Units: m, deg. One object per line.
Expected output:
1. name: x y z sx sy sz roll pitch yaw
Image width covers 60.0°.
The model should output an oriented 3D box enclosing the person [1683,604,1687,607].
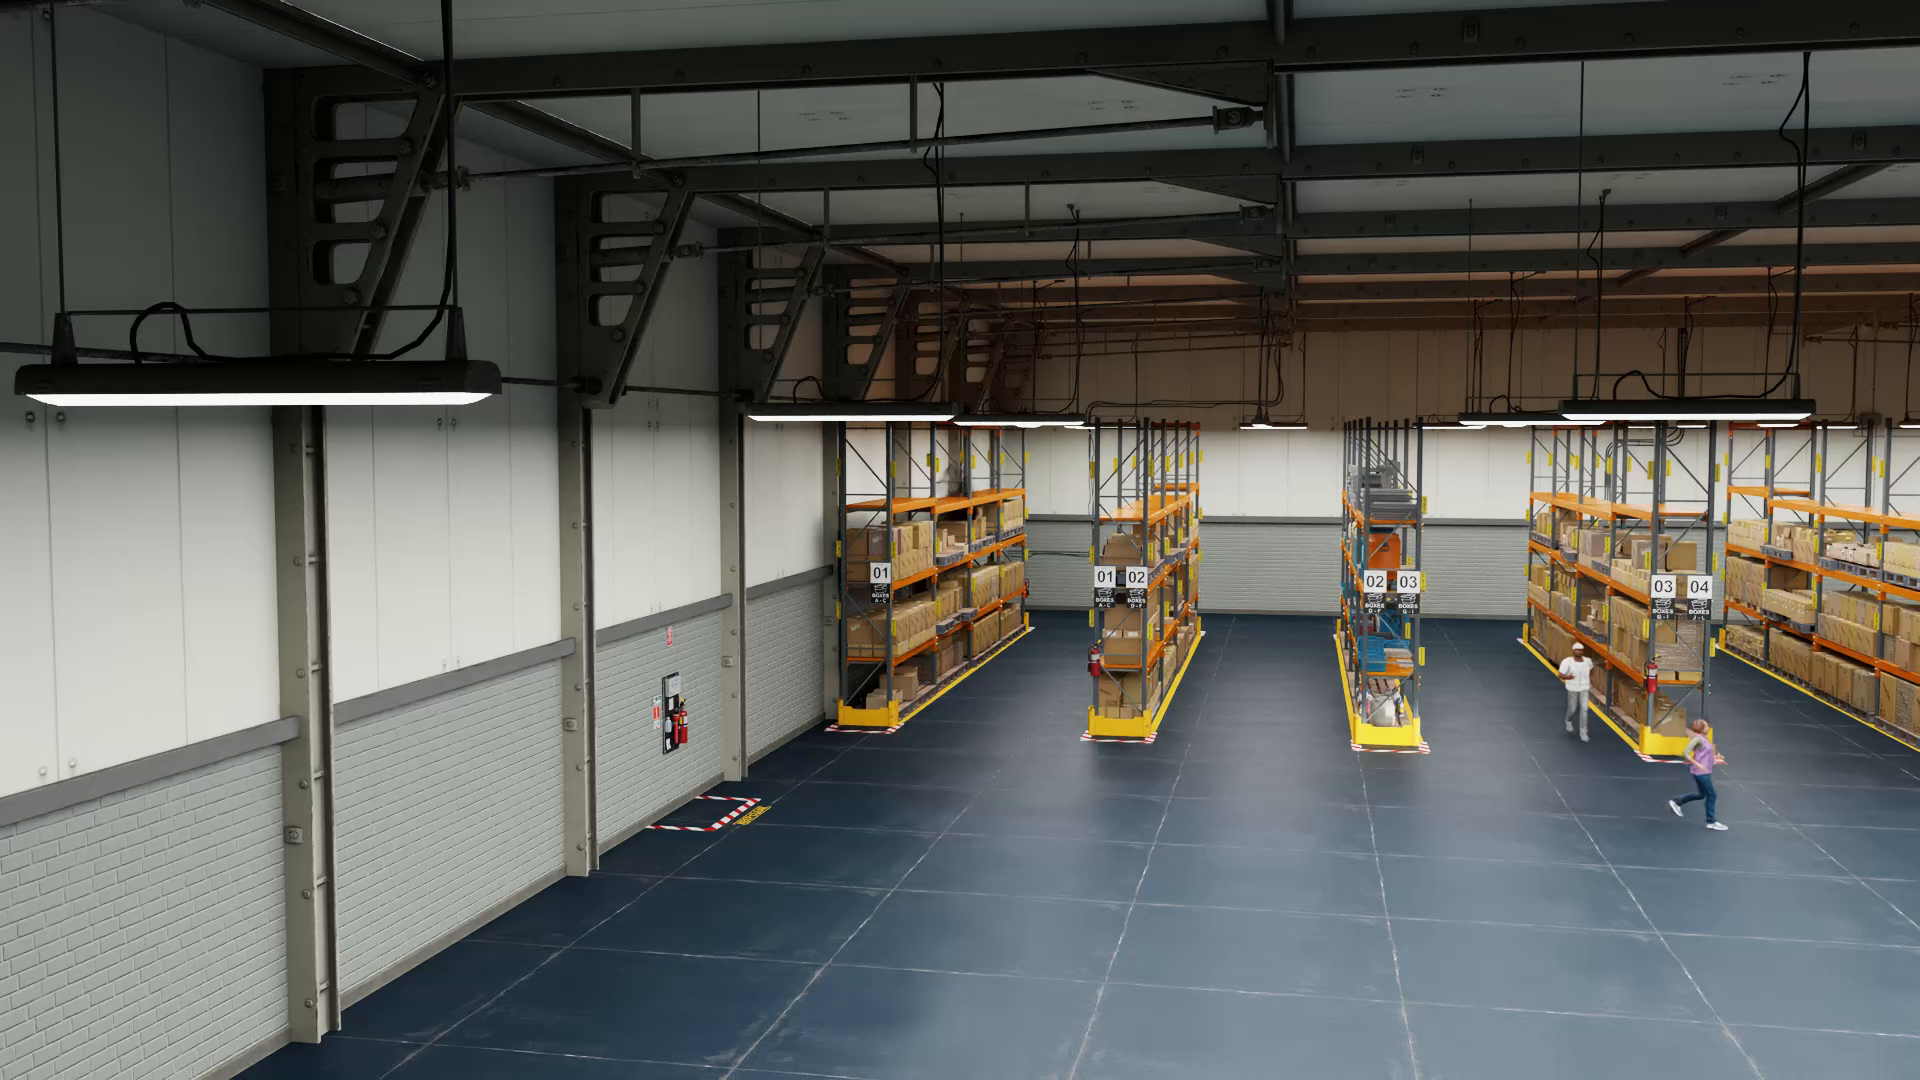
1. person: 18.424 2.155 41.700 0.666 1.696 0.849 2 4 22

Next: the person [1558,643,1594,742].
1. person: 11.517 2.798 31.029 0.695 1.771 0.962 0 4 6

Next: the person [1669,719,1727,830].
1. person: 10.690 3.367 24.067 0.822 1.571 0.547 3 5 37
